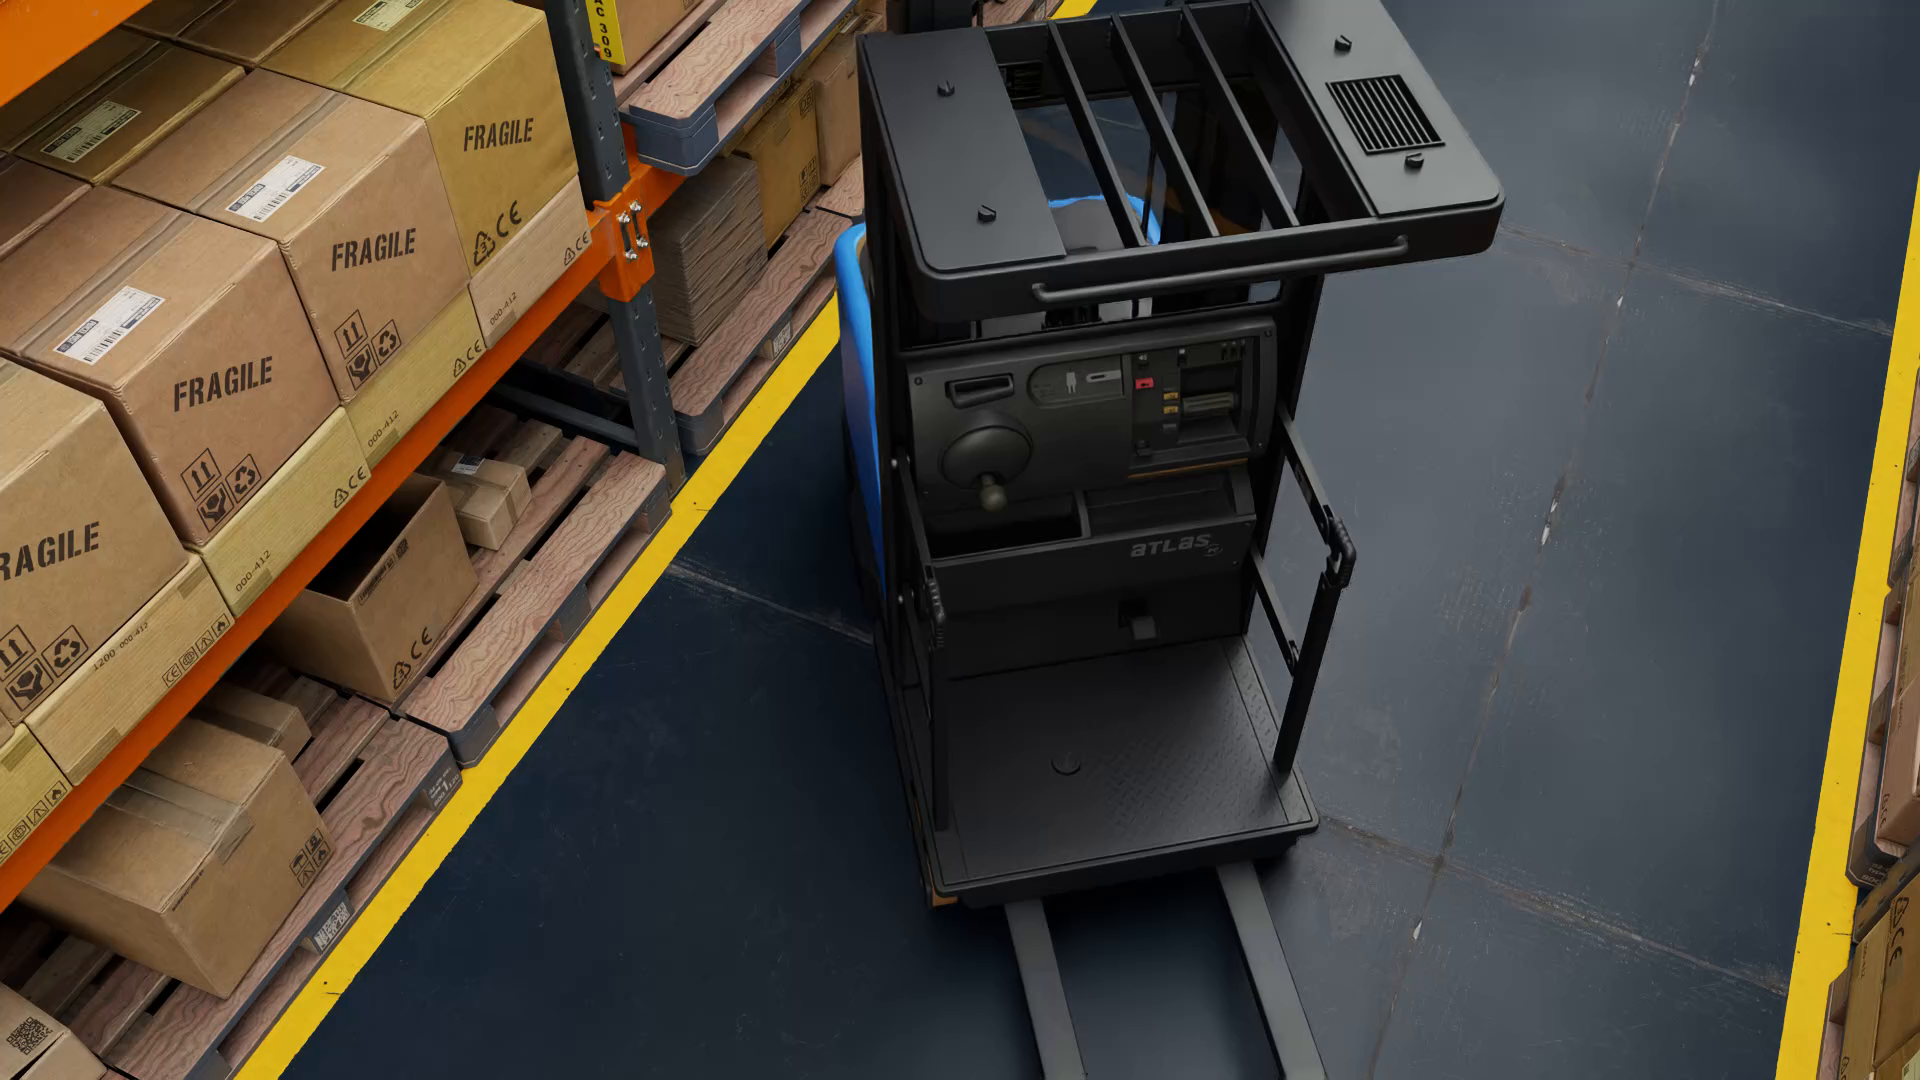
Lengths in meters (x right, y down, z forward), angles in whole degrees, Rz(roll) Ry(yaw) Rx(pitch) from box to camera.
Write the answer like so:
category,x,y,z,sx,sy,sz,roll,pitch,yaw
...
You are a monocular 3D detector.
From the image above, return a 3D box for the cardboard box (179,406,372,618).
category,x,y,z,sx,sy,sz,roll,pitch,yaw
cardboard box,-1.799,-0.146,3.990,0.500,0.250,0.500,20,52,16

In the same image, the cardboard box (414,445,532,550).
category,x,y,z,sx,sy,sz,roll,pitch,yaw
cardboard box,-1.651,-0.151,5.480,0.380,0.166,0.250,14,51,11

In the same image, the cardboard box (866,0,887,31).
category,x,y,z,sx,sy,sz,roll,pitch,yaw
cardboard box,-0.513,-2.210,7.014,0.700,0.500,0.500,20,52,16

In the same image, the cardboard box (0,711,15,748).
category,x,y,z,sx,sy,sz,roll,pitch,yaw
cardboard box,-2.236,0.327,3.095,0.500,0.500,0.500,18,52,15

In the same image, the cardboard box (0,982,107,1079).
category,x,y,z,sx,sy,sz,roll,pitch,yaw
cardboard box,-2.538,1.339,4.118,0.500,0.311,0.500,24,54,19

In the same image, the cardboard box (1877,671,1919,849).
category,x,y,z,sx,sy,sz,roll,pitch,yaw
cardboard box,2.946,0.680,4.732,0.500,0.250,0.500,19,52,16

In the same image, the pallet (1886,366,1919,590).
category,x,y,z,sx,sy,sz,roll,pitch,yaw
pallet,3.830,-0.155,5.743,1.003,0.211,1.213,20,52,16

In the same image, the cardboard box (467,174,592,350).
category,x,y,z,sx,sy,sz,roll,pitch,yaw
cardboard box,-1.378,-0.838,4.579,0.500,0.250,0.500,20,52,16

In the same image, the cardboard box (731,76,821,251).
category,x,y,z,sx,sy,sz,roll,pitch,yaw
cardboard box,-0.975,-1.522,6.428,0.700,0.500,0.500,19,52,15

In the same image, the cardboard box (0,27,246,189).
category,x,y,z,sx,sy,sz,roll,pitch,yaw
cardboard box,-2.064,-0.895,4.135,0.500,0.500,0.500,20,52,16

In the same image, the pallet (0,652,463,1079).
category,x,y,z,sx,sy,sz,roll,pitch,yaw
pallet,-2.224,0.916,4.832,1.003,0.211,1.213,20,52,16

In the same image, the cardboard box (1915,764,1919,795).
category,x,y,z,sx,sy,sz,roll,pitch,yaw
cardboard box,2.945,0.506,4.512,0.500,0.311,0.500,20,52,16

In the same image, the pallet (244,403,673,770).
category,x,y,z,sx,sy,sz,roll,pitch,yaw
pallet,-1.704,0.073,5.549,1.003,0.211,1.213,20,52,16

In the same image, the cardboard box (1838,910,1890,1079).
category,x,y,z,sx,sy,sz,roll,pitch,yaw
cardboard box,2.559,1.280,4.221,0.500,0.250,0.500,20,52,16

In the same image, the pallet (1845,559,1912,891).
category,x,y,z,sx,sy,sz,roll,pitch,yaw
pallet,3.310,0.688,5.026,1.003,0.211,1.213,20,52,16

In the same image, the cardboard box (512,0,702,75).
category,x,y,z,sx,sy,sz,roll,pitch,yaw
cardboard box,-1.201,-1.819,4.974,0.700,0.500,0.500,20,52,16

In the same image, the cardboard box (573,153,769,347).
category,x,y,z,sx,sy,sz,roll,pitch,yaw
cardboard box,-1.150,-1.149,6.111,0.700,0.500,0.500,21,53,17

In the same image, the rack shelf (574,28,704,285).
category,x,y,z,sx,sy,sz,roll,pitch,yaw
rack shelf,-0.595,-2.449,6.336,1.077,0.370,4.000,20,52,16

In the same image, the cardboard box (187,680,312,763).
category,x,y,z,sx,sy,sz,roll,pitch,yaw
cardboard box,-2.151,0.572,4.877,0.380,0.149,0.250,16,51,13

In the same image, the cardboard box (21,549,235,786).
category,x,y,z,sx,sy,sz,roll,pitch,yaw
cardboard box,-2.013,0.201,3.695,0.500,0.250,0.500,20,53,16

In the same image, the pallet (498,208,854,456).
category,x,y,z,sx,sy,sz,roll,pitch,yaw
pallet,-1.118,-0.938,6.409,1.003,0.211,1.213,20,52,16

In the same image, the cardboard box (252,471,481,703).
category,x,y,z,sx,sy,sz,roll,pitch,yaw
cardboard box,-1.857,0.091,5.056,0.500,0.500,0.500,16,52,13

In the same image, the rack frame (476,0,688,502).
category,x,y,z,sx,sy,sz,roll,pitch,yaw
rack frame,-1.450,-1.305,4.891,1.000,3.000,0.127,20,52,16

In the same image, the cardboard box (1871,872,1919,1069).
category,x,y,z,sx,sy,sz,roll,pitch,yaw
cardboard box,2.550,1.034,3.938,0.500,0.500,0.500,20,52,16

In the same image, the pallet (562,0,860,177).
category,x,y,z,sx,sy,sz,roll,pitch,yaw
pallet,-0.991,-1.721,5.371,1.003,0.211,1.213,20,52,16

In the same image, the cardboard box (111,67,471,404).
category,x,y,z,sx,sy,sz,roll,pitch,yaw
cardboard box,-1.580,-0.734,3.998,0.500,0.500,0.500,20,52,16

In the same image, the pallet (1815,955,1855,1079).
category,x,y,z,sx,sy,sz,roll,pitch,yaw
pallet,2.653,1.742,4.129,1.003,0.211,1.213,20,52,16

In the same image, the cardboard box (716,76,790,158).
category,x,y,z,sx,sy,sz,roll,pitch,yaw
cardboard box,-0.965,-1.697,6.084,0.500,0.250,0.500,19,52,15

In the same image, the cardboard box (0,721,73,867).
category,x,y,z,sx,sy,sz,roll,pitch,yaw
cardboard box,-2.231,0.548,3.399,0.500,0.250,0.500,19,52,16

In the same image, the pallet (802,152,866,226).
category,x,y,z,sx,sy,sz,roll,pitch,yaw
pallet,-0.598,-1.781,7.127,1.003,0.211,1.213,20,52,16

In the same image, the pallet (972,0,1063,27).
category,x,y,z,sx,sy,sz,roll,pitch,yaw
pallet,-0.076,-2.618,7.839,1.003,0.211,1.213,20,52,16

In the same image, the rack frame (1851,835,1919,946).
category,x,y,z,sx,sy,sz,roll,pitch,yaw
rack frame,3.031,0.305,3.521,1.000,3.000,0.127,20,52,16

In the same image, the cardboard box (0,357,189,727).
category,x,y,z,sx,sy,sz,roll,pitch,yaw
cardboard box,-2.026,-0.032,3.401,0.500,0.500,0.500,21,53,17

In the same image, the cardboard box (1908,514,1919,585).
category,x,y,z,sx,sy,sz,roll,pitch,yaw
cardboard box,3.382,-0.020,5.328,0.500,0.250,0.500,21,53,17

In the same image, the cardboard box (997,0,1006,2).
category,x,y,z,sx,sy,sz,roll,pitch,yaw
cardboard box,-0.001,-2.879,7.582,0.700,0.500,0.500,20,53,17

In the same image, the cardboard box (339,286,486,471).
category,x,y,z,sx,sy,sz,roll,pitch,yaw
cardboard box,-1.598,-0.497,4.289,0.500,0.250,0.500,20,52,16

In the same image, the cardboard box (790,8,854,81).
category,x,y,z,sx,sy,sz,roll,pitch,yaw
cardboard box,-0.746,-2.056,6.390,0.500,0.250,0.500,18,52,15

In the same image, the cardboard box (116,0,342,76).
category,x,y,z,sx,sy,sz,roll,pitch,yaw
cardboard box,-1.839,-1.250,4.437,0.500,0.500,0.500,19,52,15

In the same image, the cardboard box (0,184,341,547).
category,x,y,z,sx,sy,sz,roll,pitch,yaw
cardboard box,-1.805,-0.390,3.706,0.500,0.500,0.500,18,52,15

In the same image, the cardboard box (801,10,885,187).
category,x,y,z,sx,sy,sz,roll,pitch,yaw
cardboard box,-0.720,-1.860,6.715,0.700,0.500,0.500,20,53,16

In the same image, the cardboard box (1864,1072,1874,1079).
category,x,y,z,sx,sy,sz,roll,pitch,yaw
cardboard box,2.341,1.623,3.929,0.500,0.250,0.500,20,52,16

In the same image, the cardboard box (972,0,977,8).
category,x,y,z,sx,sy,sz,roll,pitch,yaw
cardboard box,-0.326,-2.562,7.313,0.700,0.500,0.500,20,52,16

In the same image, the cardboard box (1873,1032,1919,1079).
category,x,y,z,sx,sy,sz,roll,pitch,yaw
cardboard box,2.343,1.381,3.643,0.500,0.500,0.500,20,52,16

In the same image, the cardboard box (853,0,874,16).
category,x,y,z,sx,sy,sz,roll,pitch,yaw
cardboard box,-0.517,-2.394,6.677,0.500,0.250,0.500,20,52,16

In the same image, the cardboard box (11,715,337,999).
category,x,y,z,sx,sy,sz,roll,pitch,yaw
cardboard box,-2.179,0.789,4.462,0.700,0.500,0.500,17,52,14

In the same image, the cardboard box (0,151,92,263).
category,x,y,z,sx,sy,sz,roll,pitch,yaw
cardboard box,-2.281,-0.553,3.844,0.500,0.500,0.500,21,53,17

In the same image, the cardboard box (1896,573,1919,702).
category,x,y,z,sx,sy,sz,roll,pitch,yaw
cardboard box,3.164,0.332,5.028,0.500,0.250,0.500,19,52,16

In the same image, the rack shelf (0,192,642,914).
category,x,y,z,sx,sy,sz,roll,pitch,yaw
rack shelf,-2.304,0.306,3.993,1.077,0.370,4.000,20,52,16

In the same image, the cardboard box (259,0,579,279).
category,x,y,z,sx,sy,sz,roll,pitch,yaw
cardboard box,-1.372,-1.079,4.292,0.500,0.500,0.500,20,52,16

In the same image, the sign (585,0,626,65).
category,x,y,z,sx,sy,sz,roll,pitch,yaw
sign,-0.956,-1.414,4.415,0.100,0.325,0.005,20,52,16

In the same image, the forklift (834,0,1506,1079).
category,x,y,z,sx,sy,sz,roll,pitch,yaw
forklift,0.380,-0.204,3.999,1.130,2.935,3.031,-8,50,-7
